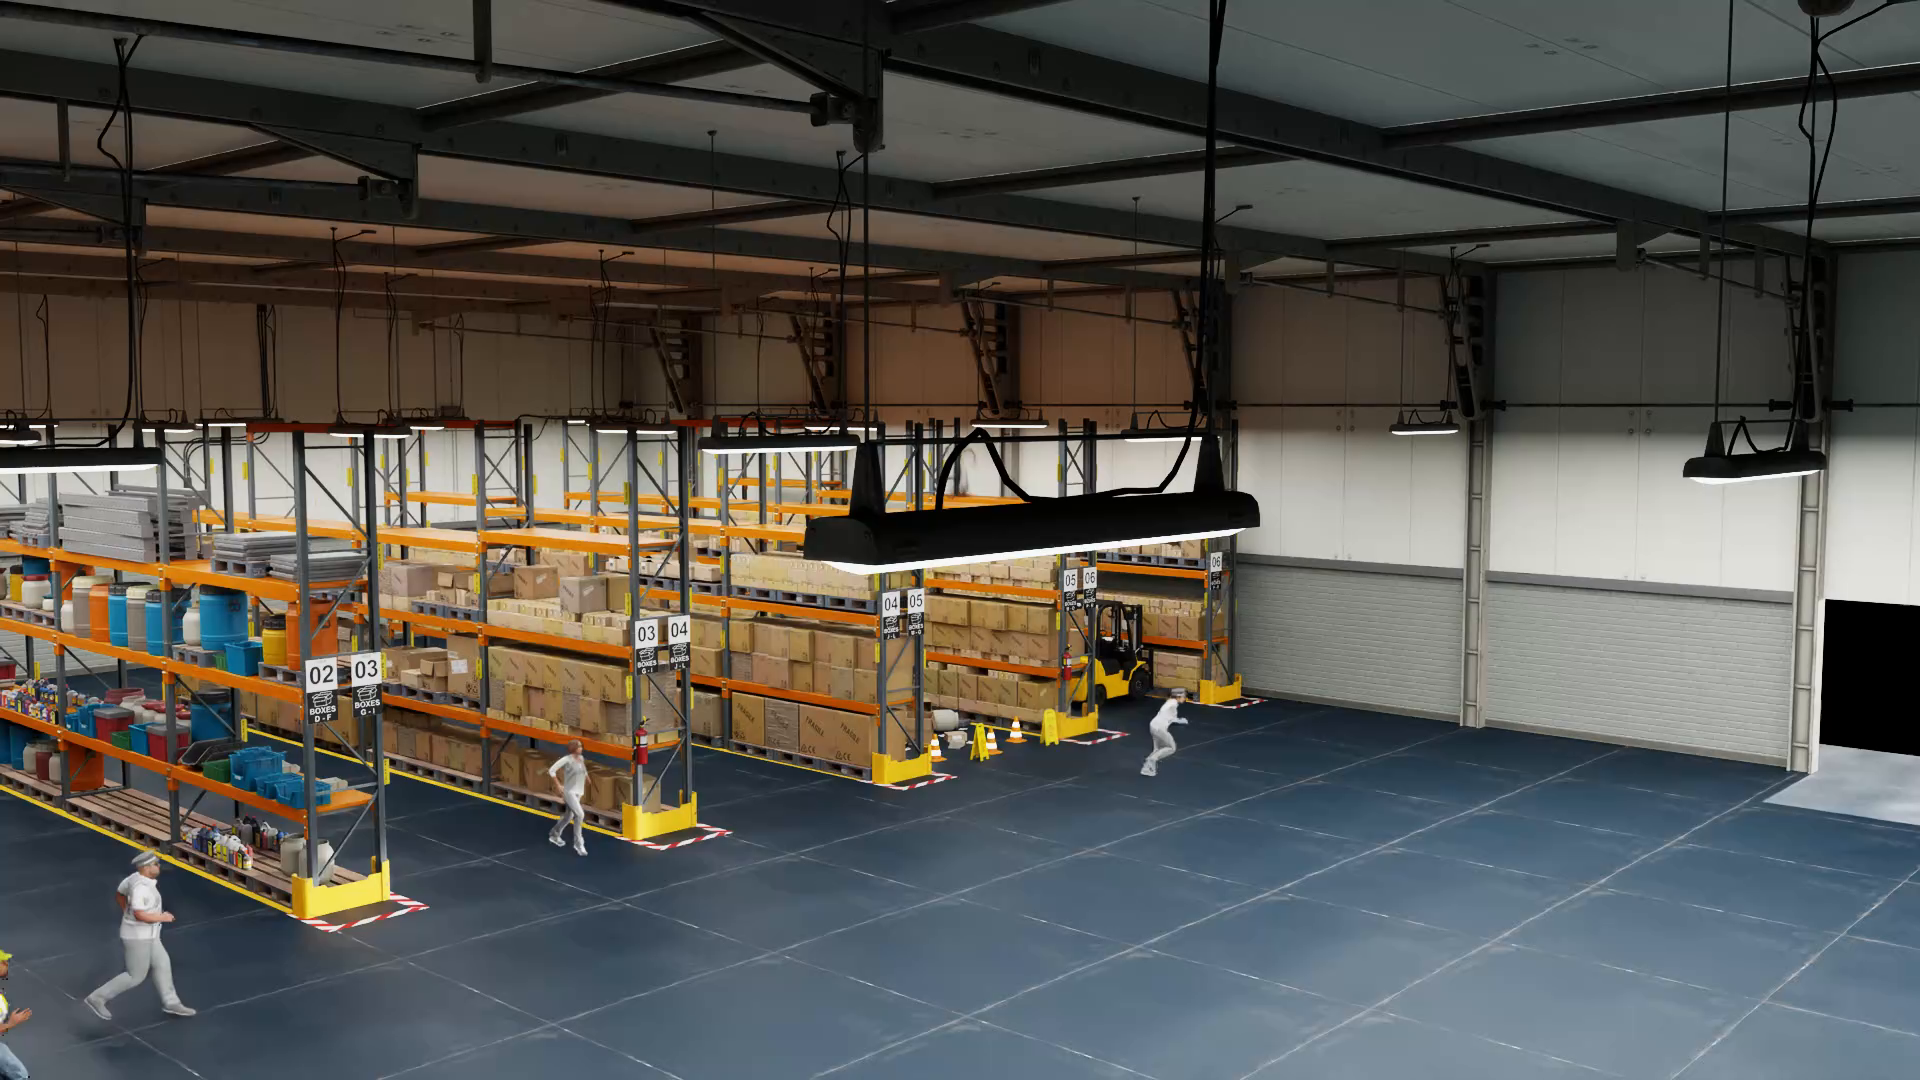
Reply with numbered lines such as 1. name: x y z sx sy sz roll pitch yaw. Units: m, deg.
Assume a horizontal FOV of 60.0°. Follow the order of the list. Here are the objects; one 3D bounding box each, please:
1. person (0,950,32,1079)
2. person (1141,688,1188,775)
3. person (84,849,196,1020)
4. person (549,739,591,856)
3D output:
1. person: -8.255 4.320 13.945 0.855 1.807 0.727 -3 5 -29
2. person: 3.491 3.276 28.287 0.822 1.498 0.645 0 5 -4
3. person: -8.407 4.064 17.005 1.024 1.783 0.685 -2 5 -28
4. person: -5.516 3.626 23.575 0.744 1.626 0.551 2 5 23
